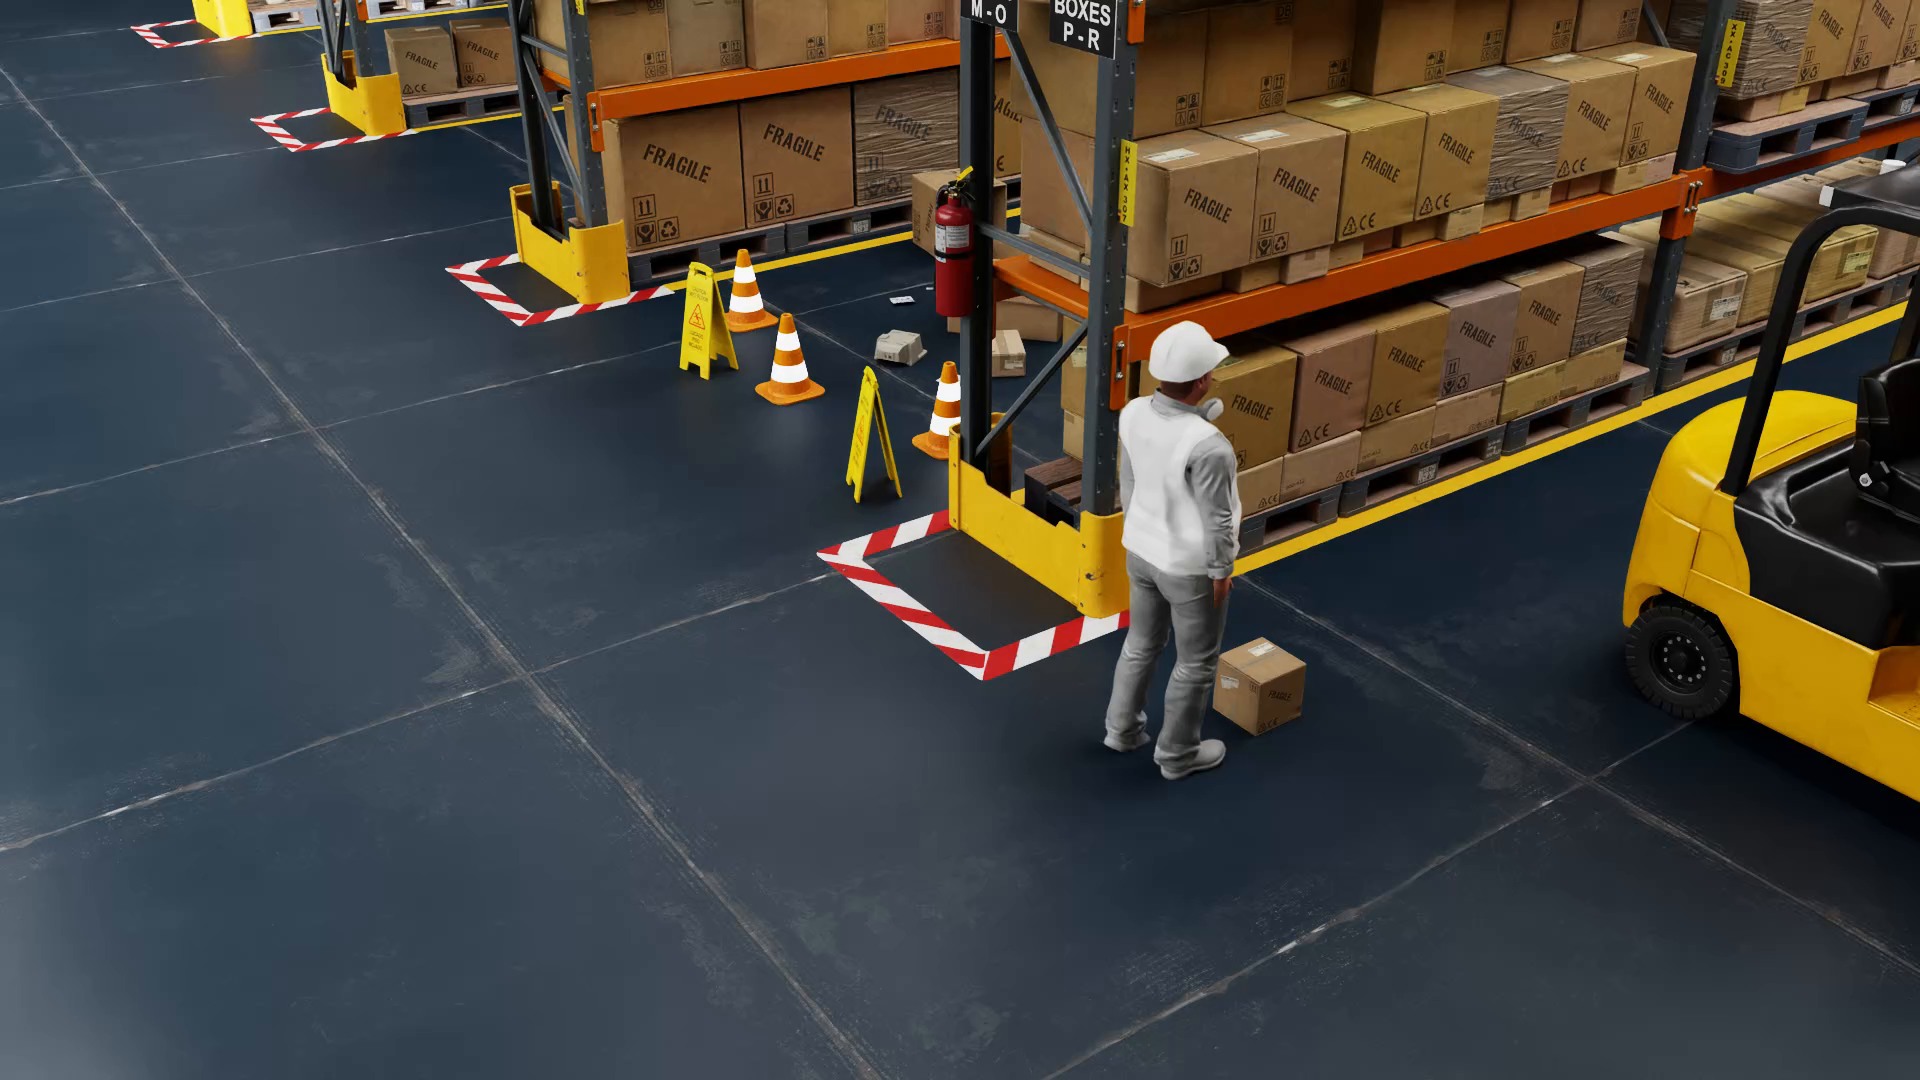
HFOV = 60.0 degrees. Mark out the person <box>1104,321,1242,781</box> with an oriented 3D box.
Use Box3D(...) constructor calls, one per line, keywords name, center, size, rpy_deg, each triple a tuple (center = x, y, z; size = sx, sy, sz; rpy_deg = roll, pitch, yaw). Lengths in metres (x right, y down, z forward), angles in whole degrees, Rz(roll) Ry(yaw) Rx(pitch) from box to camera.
Box3D(name="person", center=(0.789, 0.073, 6.037), size=(0.374, 1.838, 0.534), rpy_deg=(-18, 33, -30))
